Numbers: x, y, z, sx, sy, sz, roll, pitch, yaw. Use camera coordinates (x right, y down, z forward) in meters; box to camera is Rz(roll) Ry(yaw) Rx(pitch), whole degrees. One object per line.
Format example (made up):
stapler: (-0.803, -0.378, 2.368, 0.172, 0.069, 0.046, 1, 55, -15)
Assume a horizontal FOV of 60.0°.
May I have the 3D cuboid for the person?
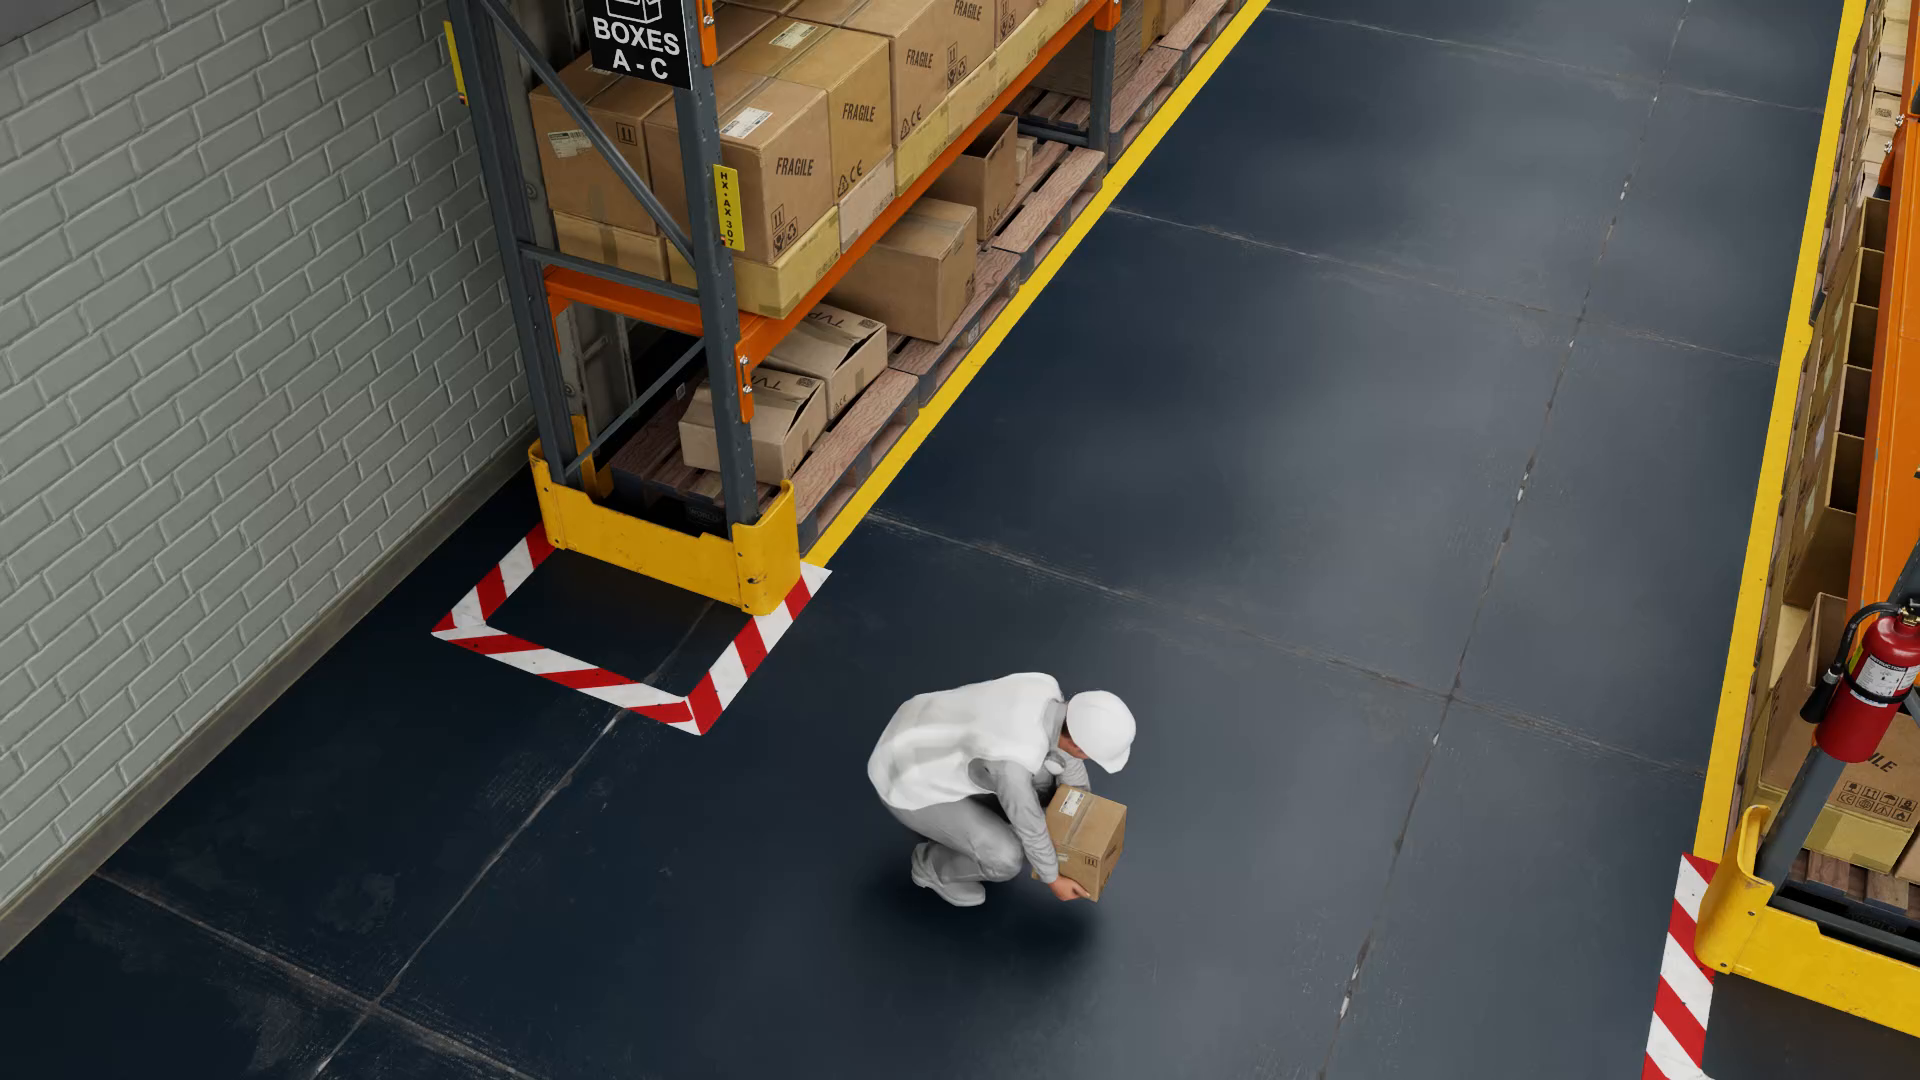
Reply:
person: (0.140, 0.835, 5.780, 0.894, 1.017, 0.515, 16, 44, 17)
